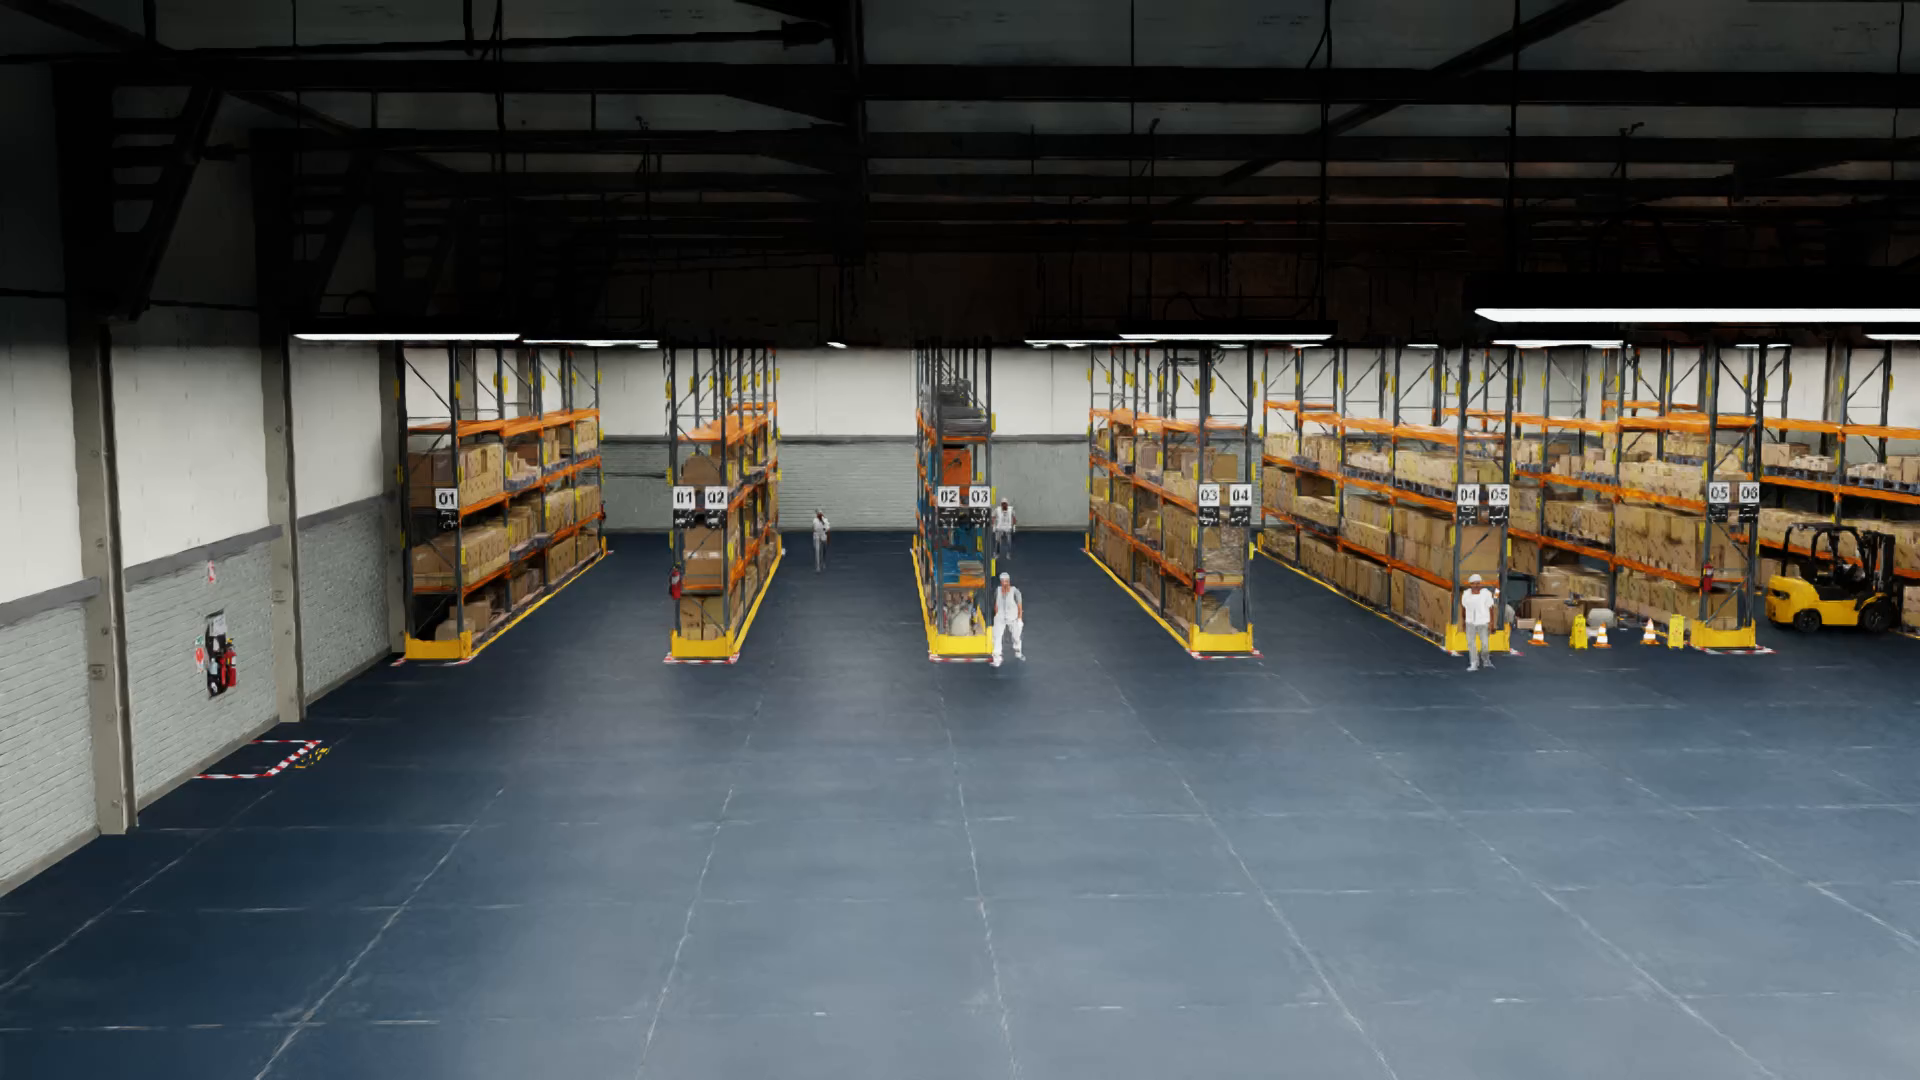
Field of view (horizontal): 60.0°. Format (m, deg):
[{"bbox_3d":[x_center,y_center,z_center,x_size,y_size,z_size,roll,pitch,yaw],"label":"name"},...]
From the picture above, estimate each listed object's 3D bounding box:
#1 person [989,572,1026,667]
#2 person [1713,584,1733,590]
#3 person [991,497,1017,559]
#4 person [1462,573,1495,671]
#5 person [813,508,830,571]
[{"bbox_3d":[0.871,1.428,30.346,0.596,1.734,0.987,2,7,17],"label":"person"},{"bbox_3d":[16.345,0.790,35.654,0.467,1.758,0.589,-4,8,-34],"label":"person"},{"bbox_3d":[1.206,-0.316,45.675,0.702,1.735,0.549,-1,7,-5],"label":"person"},{"bbox_3d":[9.331,1.464,29.927,0.607,1.752,0.576,4,8,33],"label":"person"},{"bbox_3d":[-3.633,-0.036,43.557,0.463,1.625,0.989,0,7,-4],"label":"person"}]
